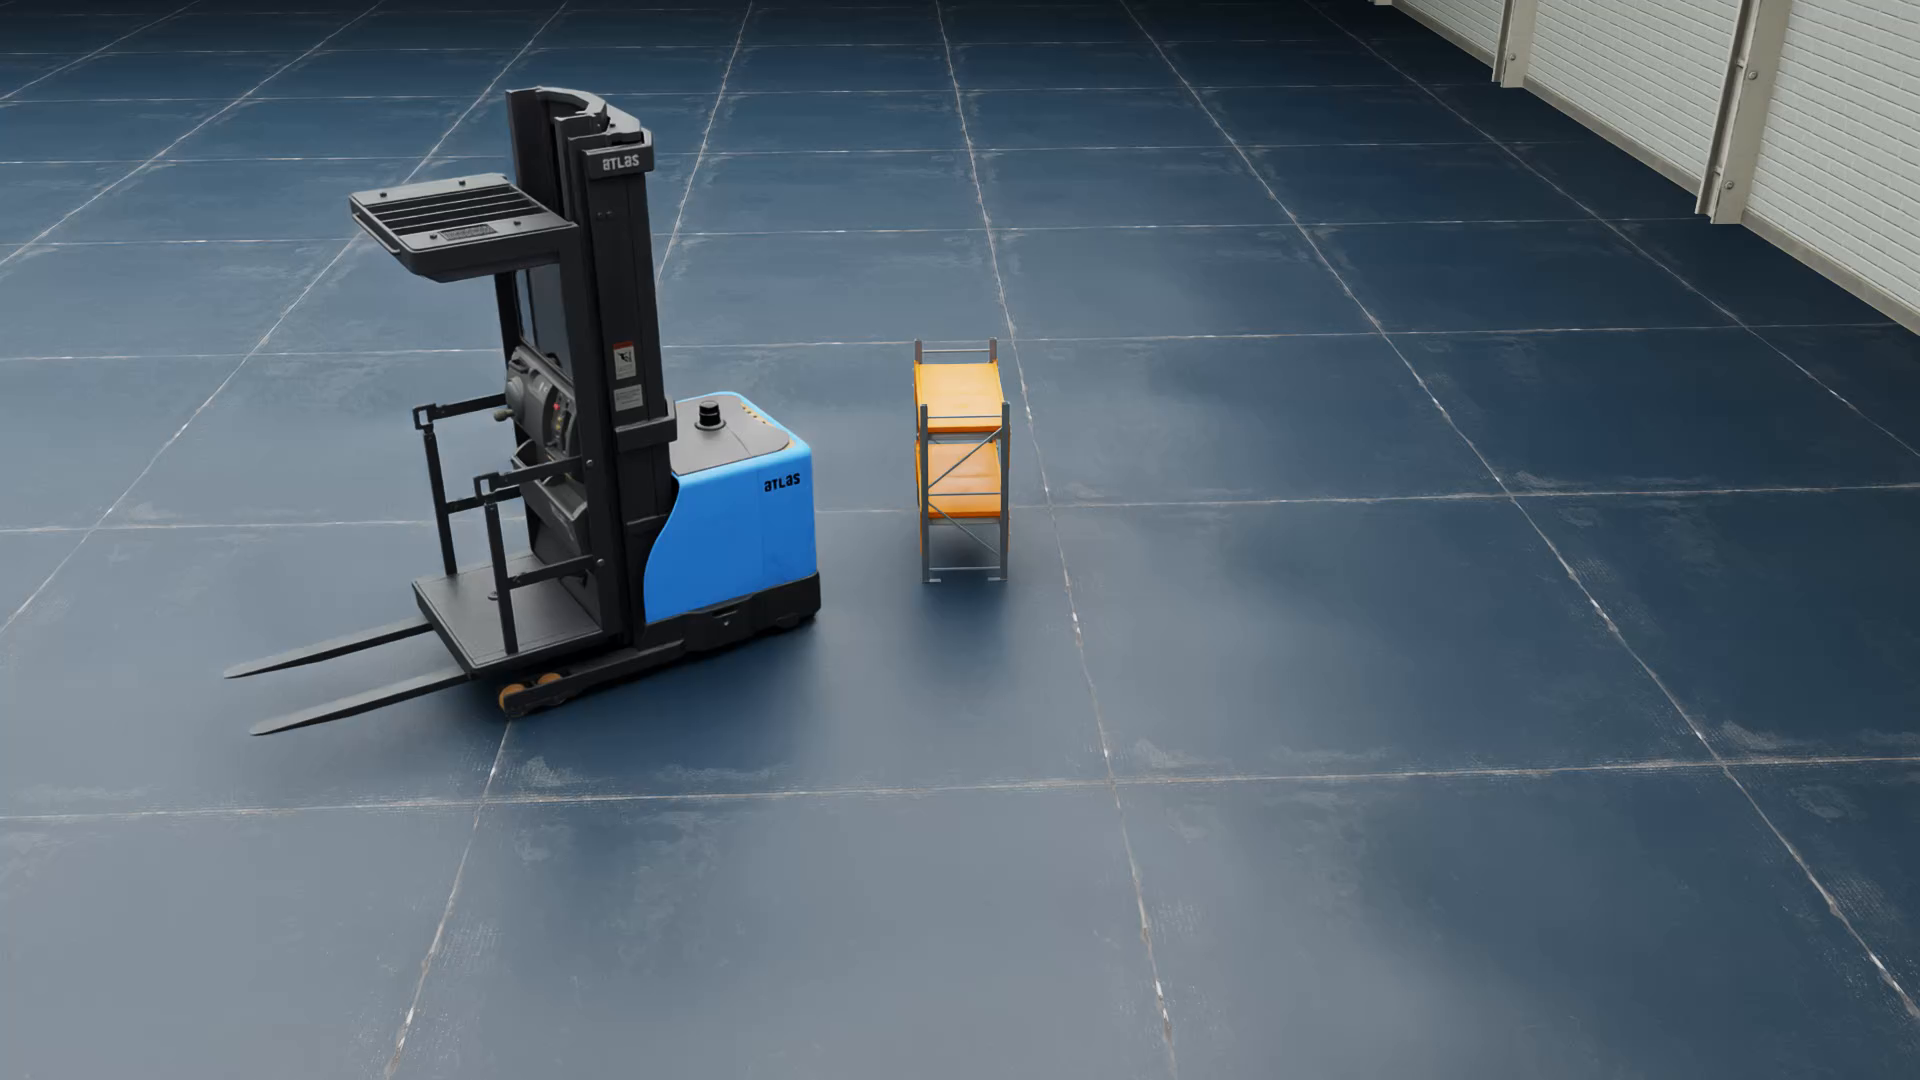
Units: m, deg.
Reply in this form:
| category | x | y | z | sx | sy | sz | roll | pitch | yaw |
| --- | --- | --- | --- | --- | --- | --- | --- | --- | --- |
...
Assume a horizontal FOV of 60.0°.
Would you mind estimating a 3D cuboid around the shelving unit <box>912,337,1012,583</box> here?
| category | x | y | z | sx | sy | sz | roll | pitch | yaw |
| --- | --- | --- | --- | --- | --- | --- | --- | --- | --- |
| shelving unit | 0.000 | -0.496 | 9.984 | 0.538 | 1.125 | 1.048 | -1 | 28 | -3 |

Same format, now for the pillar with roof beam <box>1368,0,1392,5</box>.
| category | x | y | z | sx | sy | sz | roll | pitch | yaw |
| --- | --- | --- | --- | --- | --- | --- | --- | --- | --- |
| pillar with roof beam | 2.516 | -12.587 | 24.652 | 9.100 | 9.000 | 0.400 | -1 | 28 | -3 |

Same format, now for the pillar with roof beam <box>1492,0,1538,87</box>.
| category | x | y | z | sx | sy | sz | roll | pitch | yaw |
| --- | --- | --- | --- | --- | --- | --- | --- | --- | --- |
| pillar with roof beam | 2.829 | -9.816 | 19.340 | 9.100 | 9.000 | 0.400 | -1 | 28 | -3 |

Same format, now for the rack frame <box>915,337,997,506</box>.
| category | x | y | z | sx | sy | sz | roll | pitch | yaw |
| --- | --- | --- | --- | --- | --- | --- | --- | --- | --- |
| rack frame | -0.026 | -0.730 | 10.434 | 0.500 | 1.125 | 0.032 | -1 | 28 | -3 |

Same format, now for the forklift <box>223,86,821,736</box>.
| category | x | y | z | sx | sy | sz | roll | pitch | yaw |
| --- | --- | --- | --- | --- | --- | --- | --- | --- | --- |
| forklift | -2.302 | -0.672 | 8.368 | 3.031 | 2.935 | 1.130 | -16 | 32 | -29 |

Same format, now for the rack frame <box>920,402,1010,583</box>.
| category | x | y | z | sx | sy | sz | roll | pitch | yaw |
| --- | --- | --- | --- | --- | --- | --- | --- | --- | --- |
| rack frame | 0.027 | -0.261 | 9.534 | 0.500 | 1.125 | 0.032 | -1 | 28 | -3 |

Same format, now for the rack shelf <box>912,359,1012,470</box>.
| category | x | y | z | sx | sy | sz | roll | pitch | yaw |
| --- | --- | --- | --- | --- | --- | --- | --- | --- | --- |
| rack shelf | 0.000 | -0.755 | 9.849 | 0.538 | 0.278 | 1.000 | -1 | 28 | -3 |

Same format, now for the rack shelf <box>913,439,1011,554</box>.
| category | x | y | z | sx | sy | sz | roll | pitch | yaw |
| --- | --- | --- | --- | --- | --- | --- | --- | --- | --- |
| rack shelf | 0.000 | -0.279 | 10.097 | 0.538 | 0.278 | 1.000 | -1 | 28 | -3 |

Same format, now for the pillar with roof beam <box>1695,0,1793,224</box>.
| category | x | y | z | sx | sy | sz | roll | pitch | yaw |
| --- | --- | --- | --- | --- | --- | --- | --- | --- | --- |
| pillar with roof beam | 3.142 | -7.045 | 14.027 | 9.100 | 9.000 | 0.400 | -1 | 28 | -3 |
